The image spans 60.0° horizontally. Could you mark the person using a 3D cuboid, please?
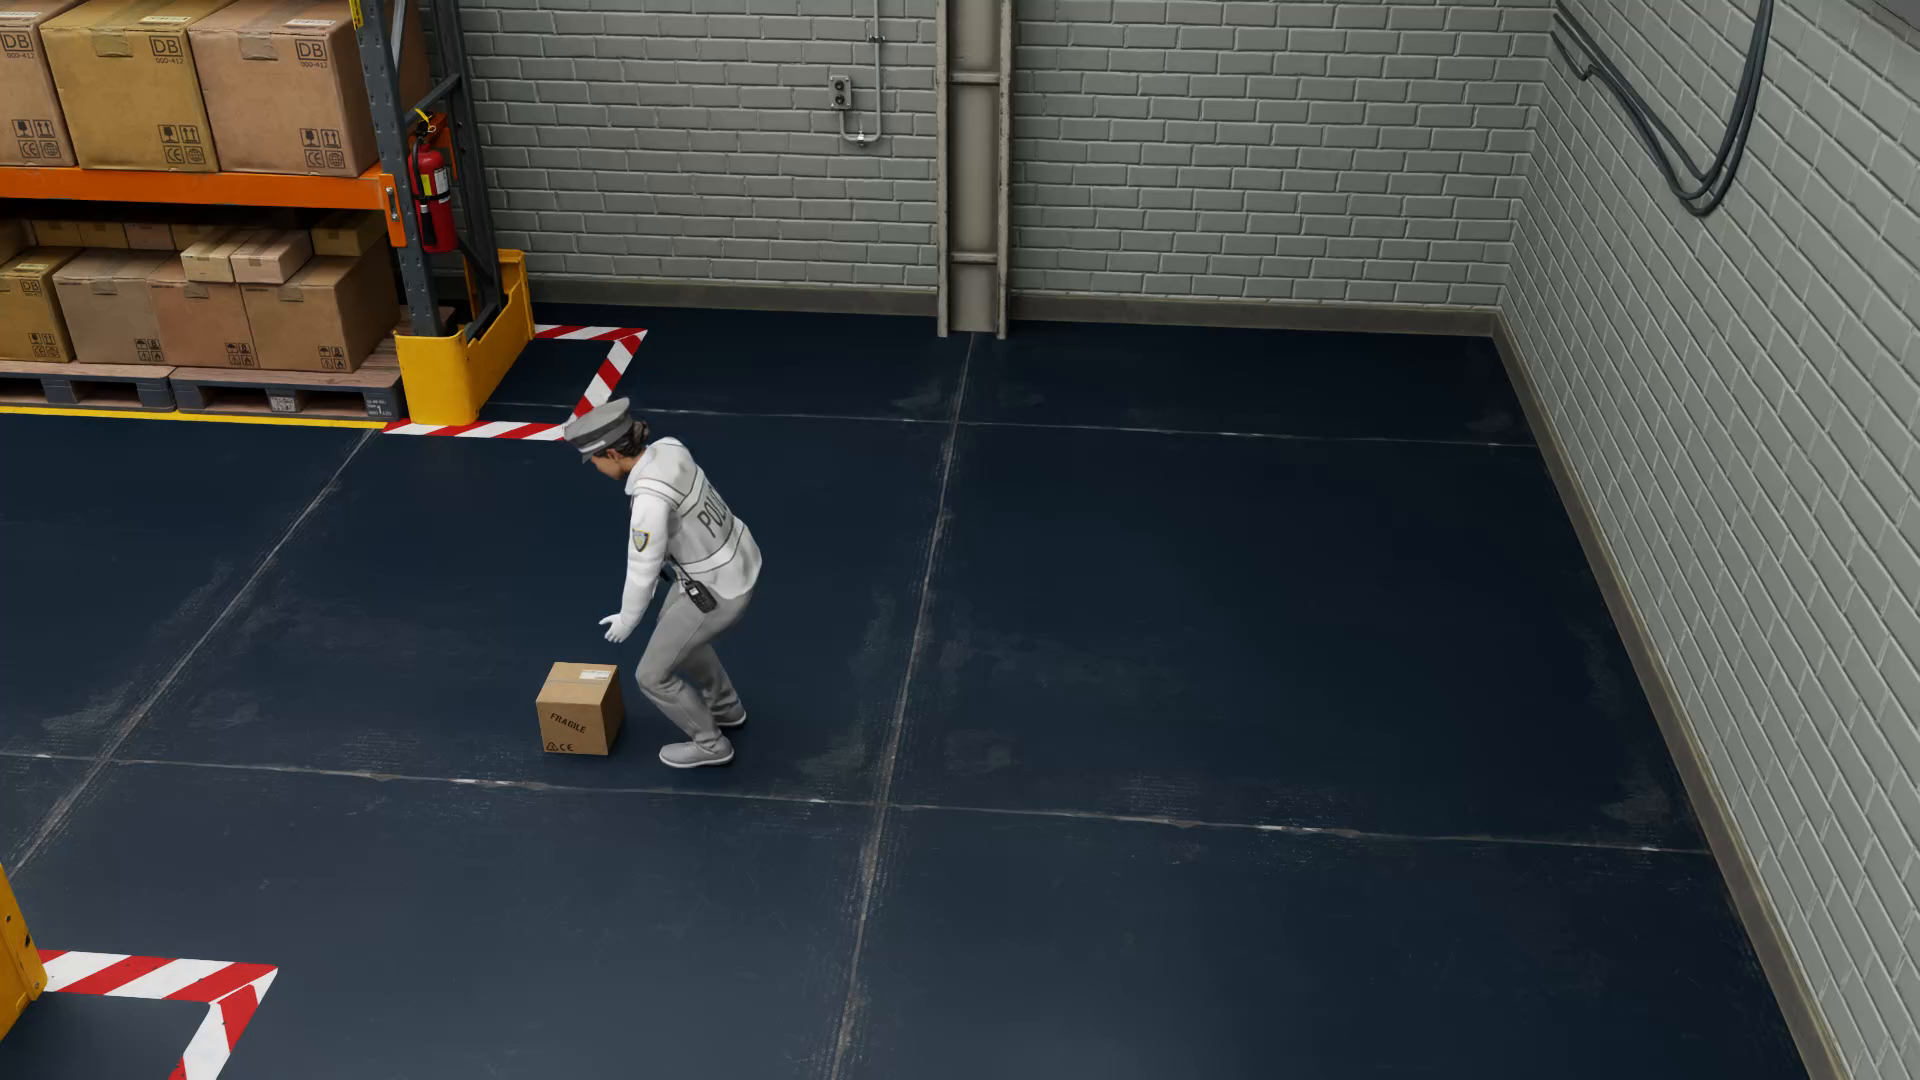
[{"bbox_3d":[-1.045,0.173,6.046,0.634,1.479,0.531,3,32,4],"label":"person"}]
